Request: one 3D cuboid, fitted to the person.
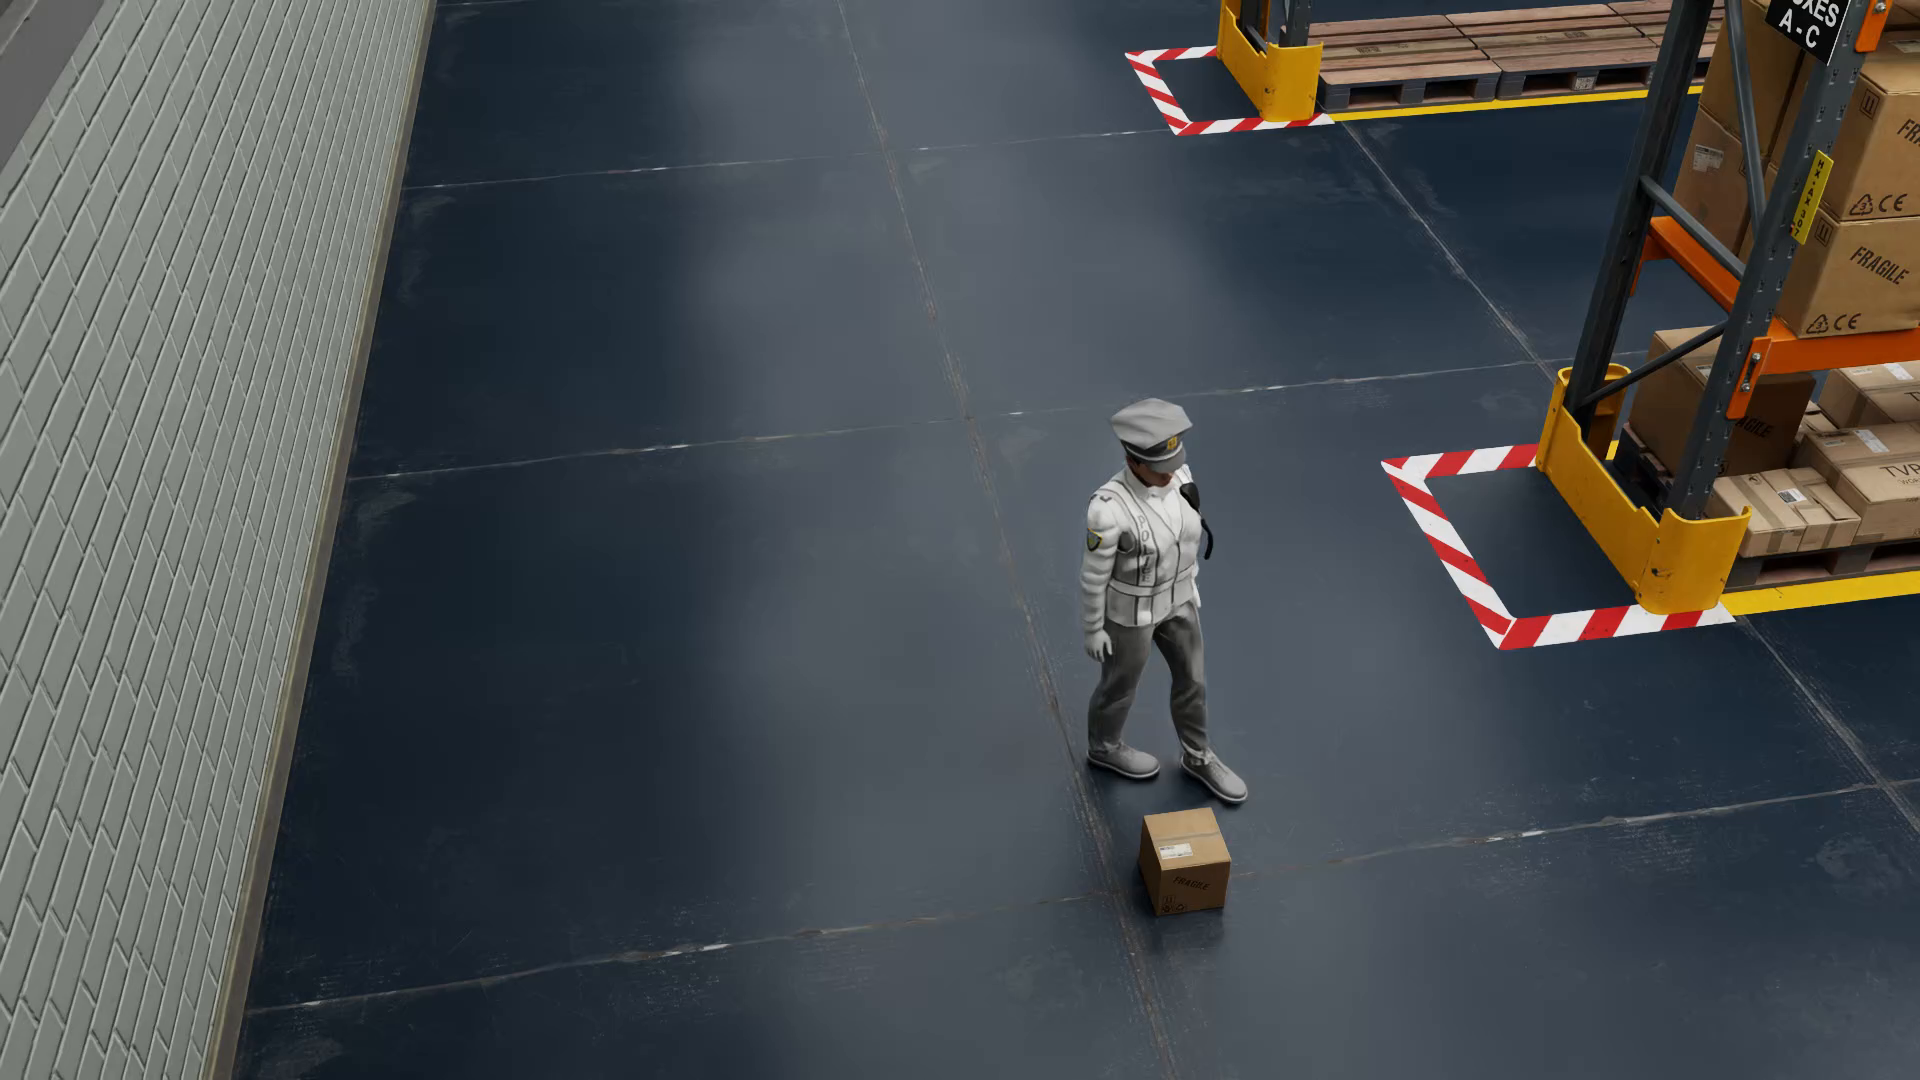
[{"bbox_3d":[0.738,0.286,5.790,0.512,1.656,0.580,-31,48,-32],"label":"person"}]
